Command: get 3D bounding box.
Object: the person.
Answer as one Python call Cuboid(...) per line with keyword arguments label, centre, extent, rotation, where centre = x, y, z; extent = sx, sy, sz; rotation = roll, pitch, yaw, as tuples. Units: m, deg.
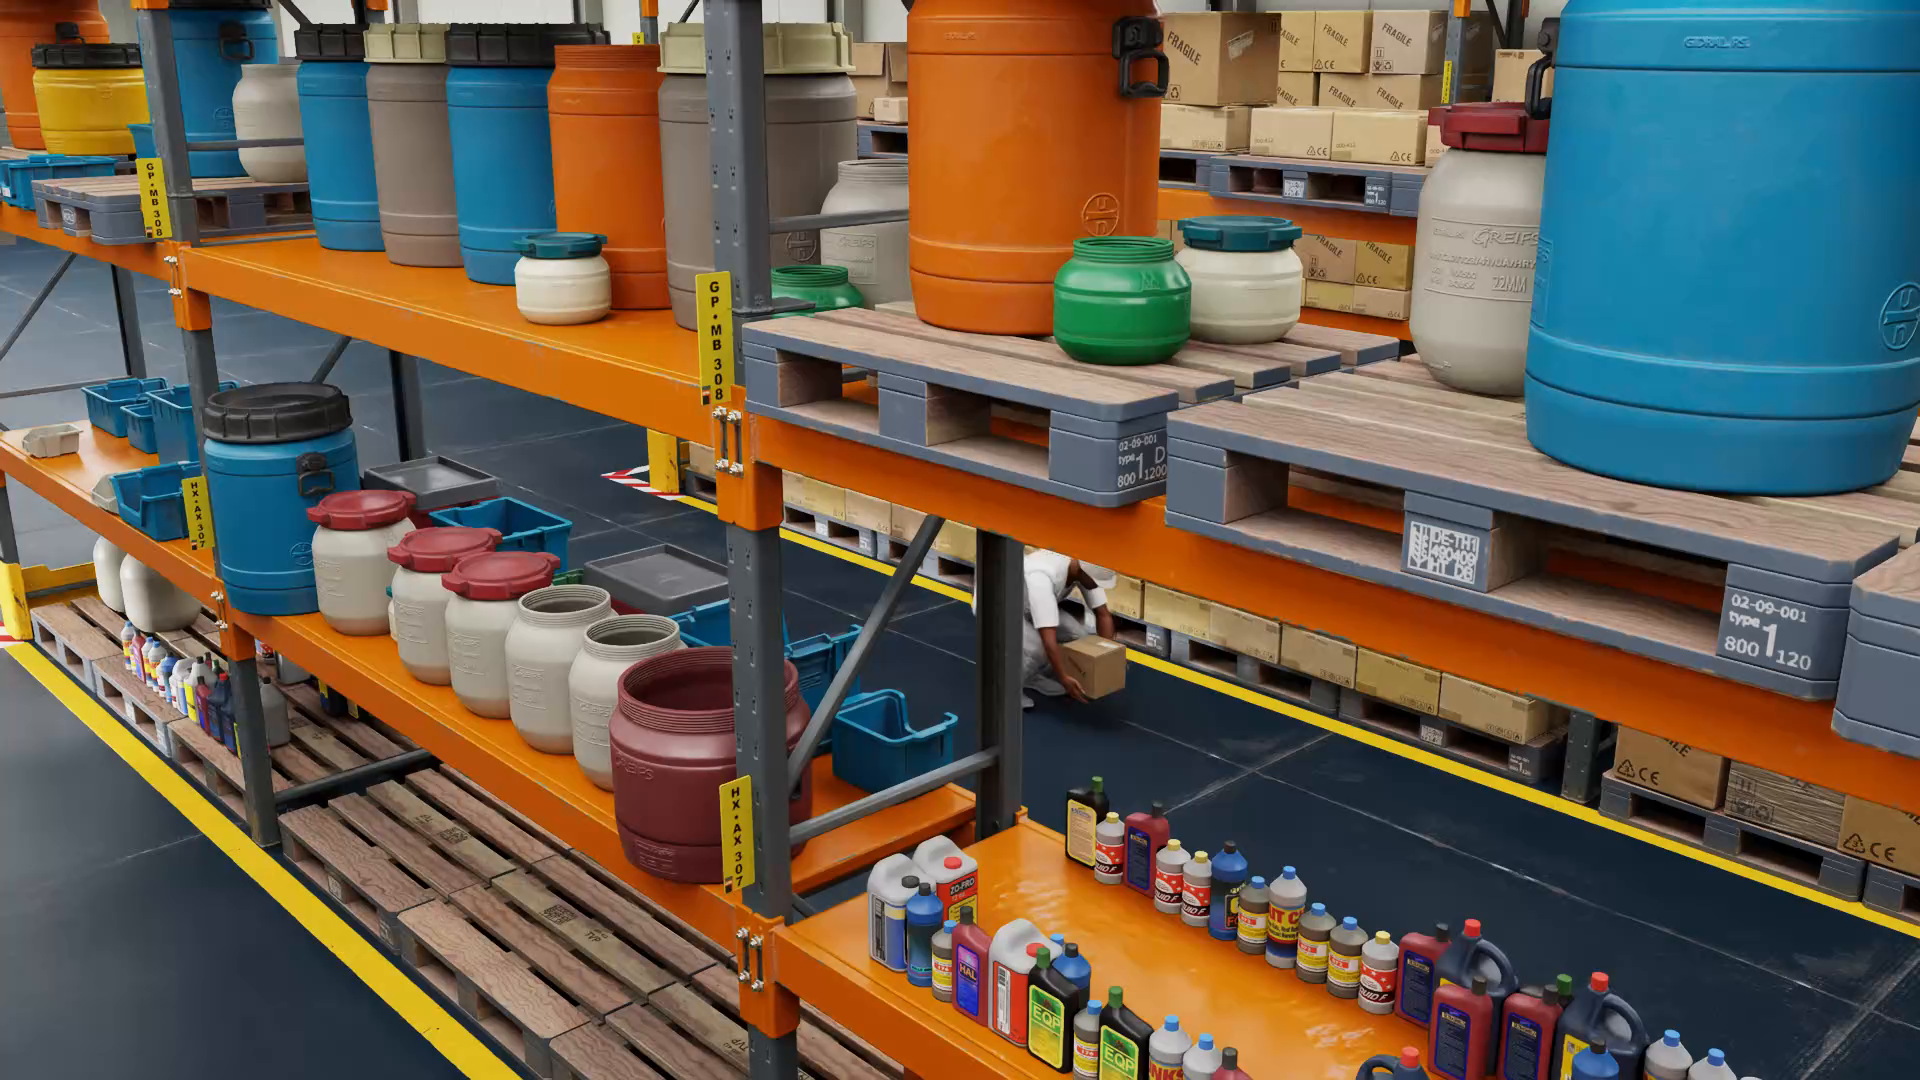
Cuboid(label="person", centre=(0.513, 0.433, 9.369), extent=(0.583, 1.027, 0.896), rotation=(-16, 24, -42))
